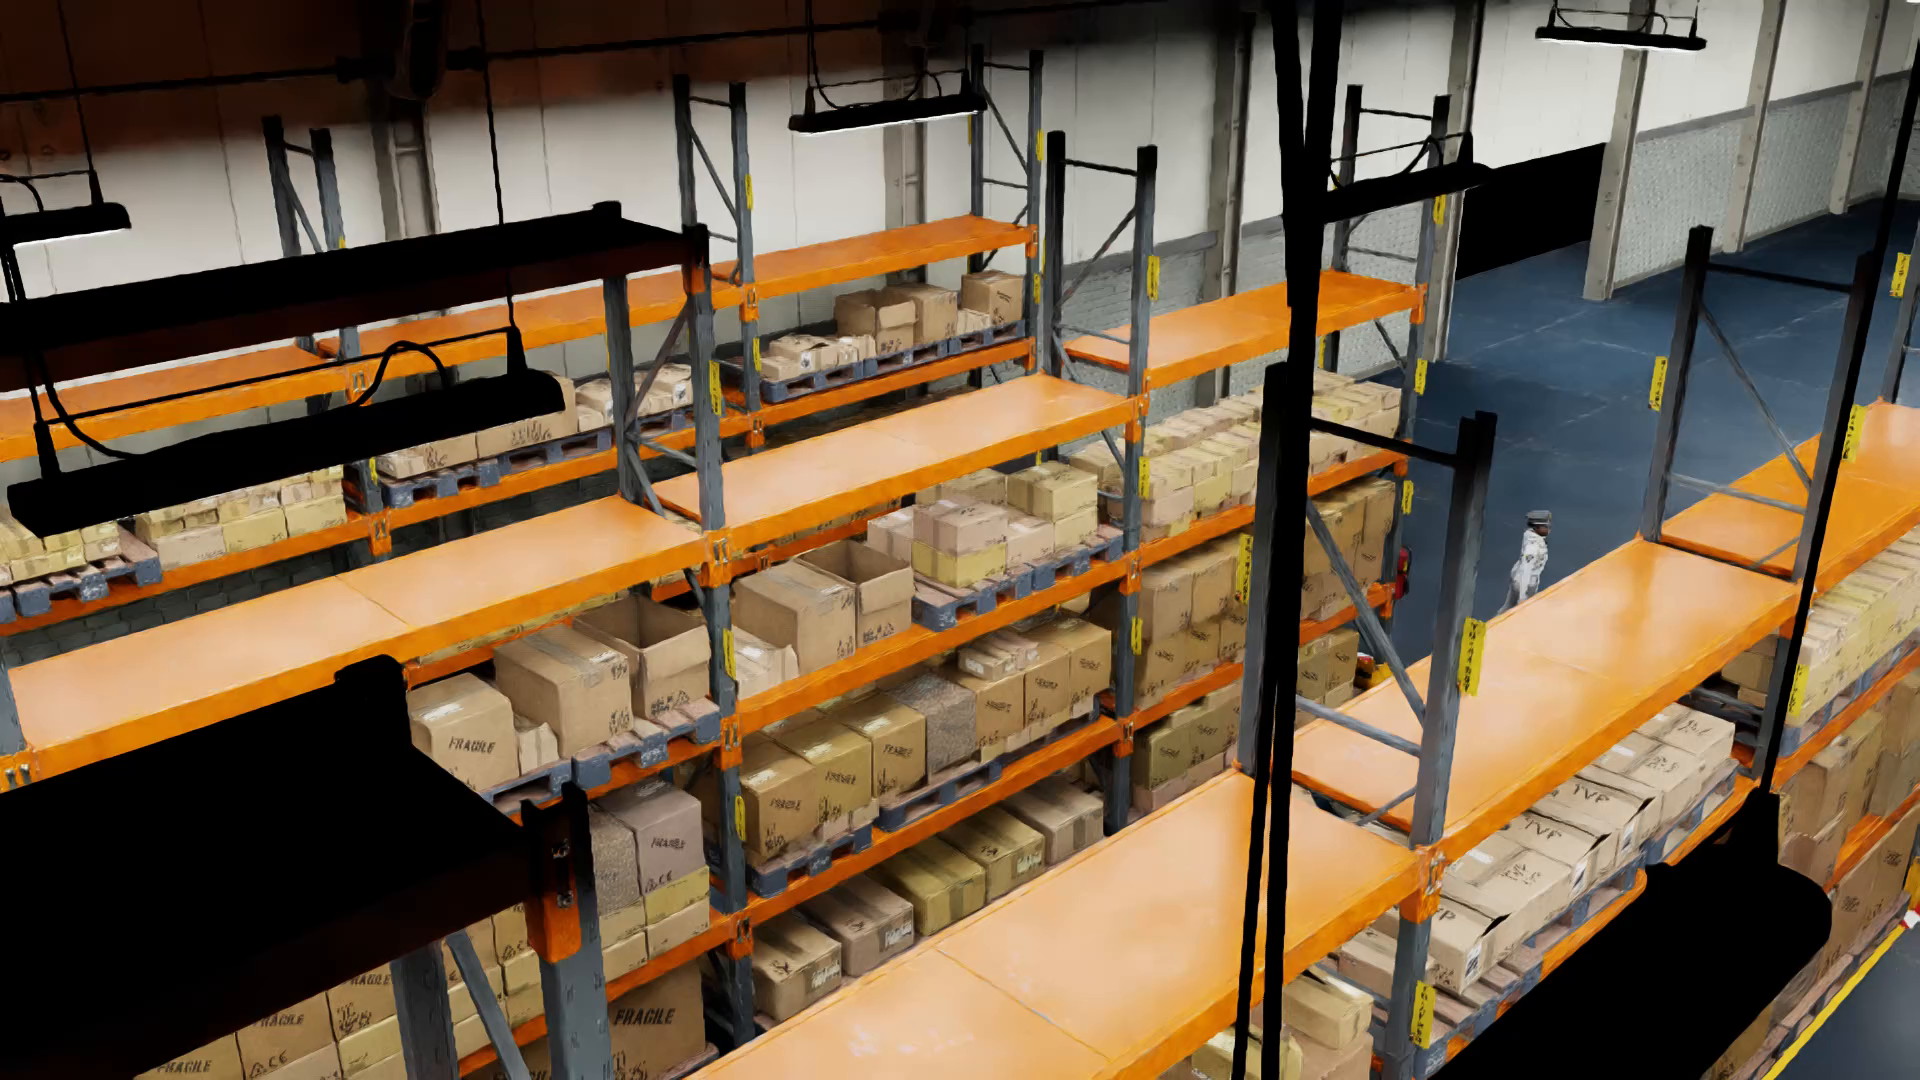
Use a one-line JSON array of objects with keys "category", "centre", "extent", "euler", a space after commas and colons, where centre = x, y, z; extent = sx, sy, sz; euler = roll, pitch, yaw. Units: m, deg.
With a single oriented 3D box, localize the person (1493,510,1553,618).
[{"category": "person", "centre": [5.935, 0.445, 17.615], "extent": [0.594, 1.658, 0.510], "euler": [5, 23, 11]}]
